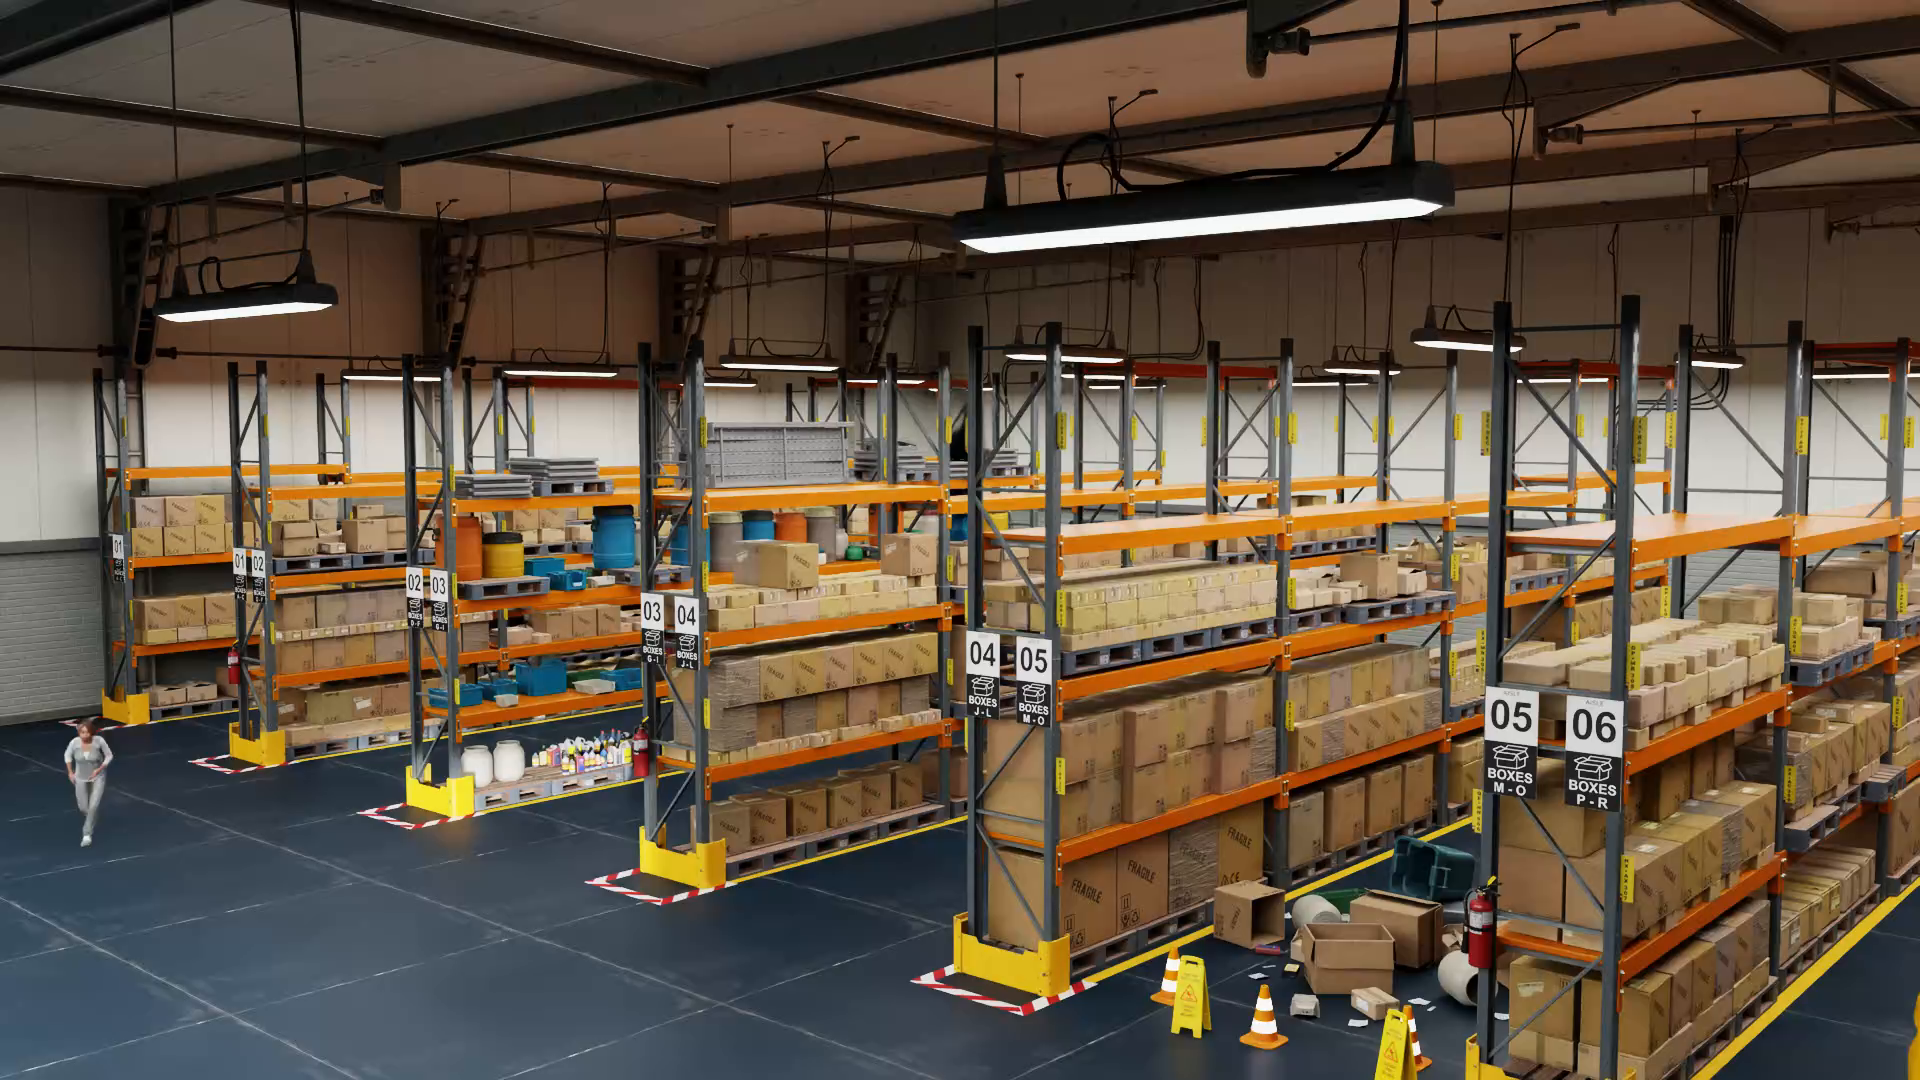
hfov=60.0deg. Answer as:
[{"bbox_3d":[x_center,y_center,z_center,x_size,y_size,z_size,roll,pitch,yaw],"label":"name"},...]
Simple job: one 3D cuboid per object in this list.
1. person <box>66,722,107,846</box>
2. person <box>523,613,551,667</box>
[{"bbox_3d":[-10.612,2.934,20.250,0.482,1.539,0.704,-2,5,-25],"label":"person"},{"bbox_3d":[-8.052,2.100,31.582,0.601,1.489,0.852,2,5,22],"label":"person"}]
